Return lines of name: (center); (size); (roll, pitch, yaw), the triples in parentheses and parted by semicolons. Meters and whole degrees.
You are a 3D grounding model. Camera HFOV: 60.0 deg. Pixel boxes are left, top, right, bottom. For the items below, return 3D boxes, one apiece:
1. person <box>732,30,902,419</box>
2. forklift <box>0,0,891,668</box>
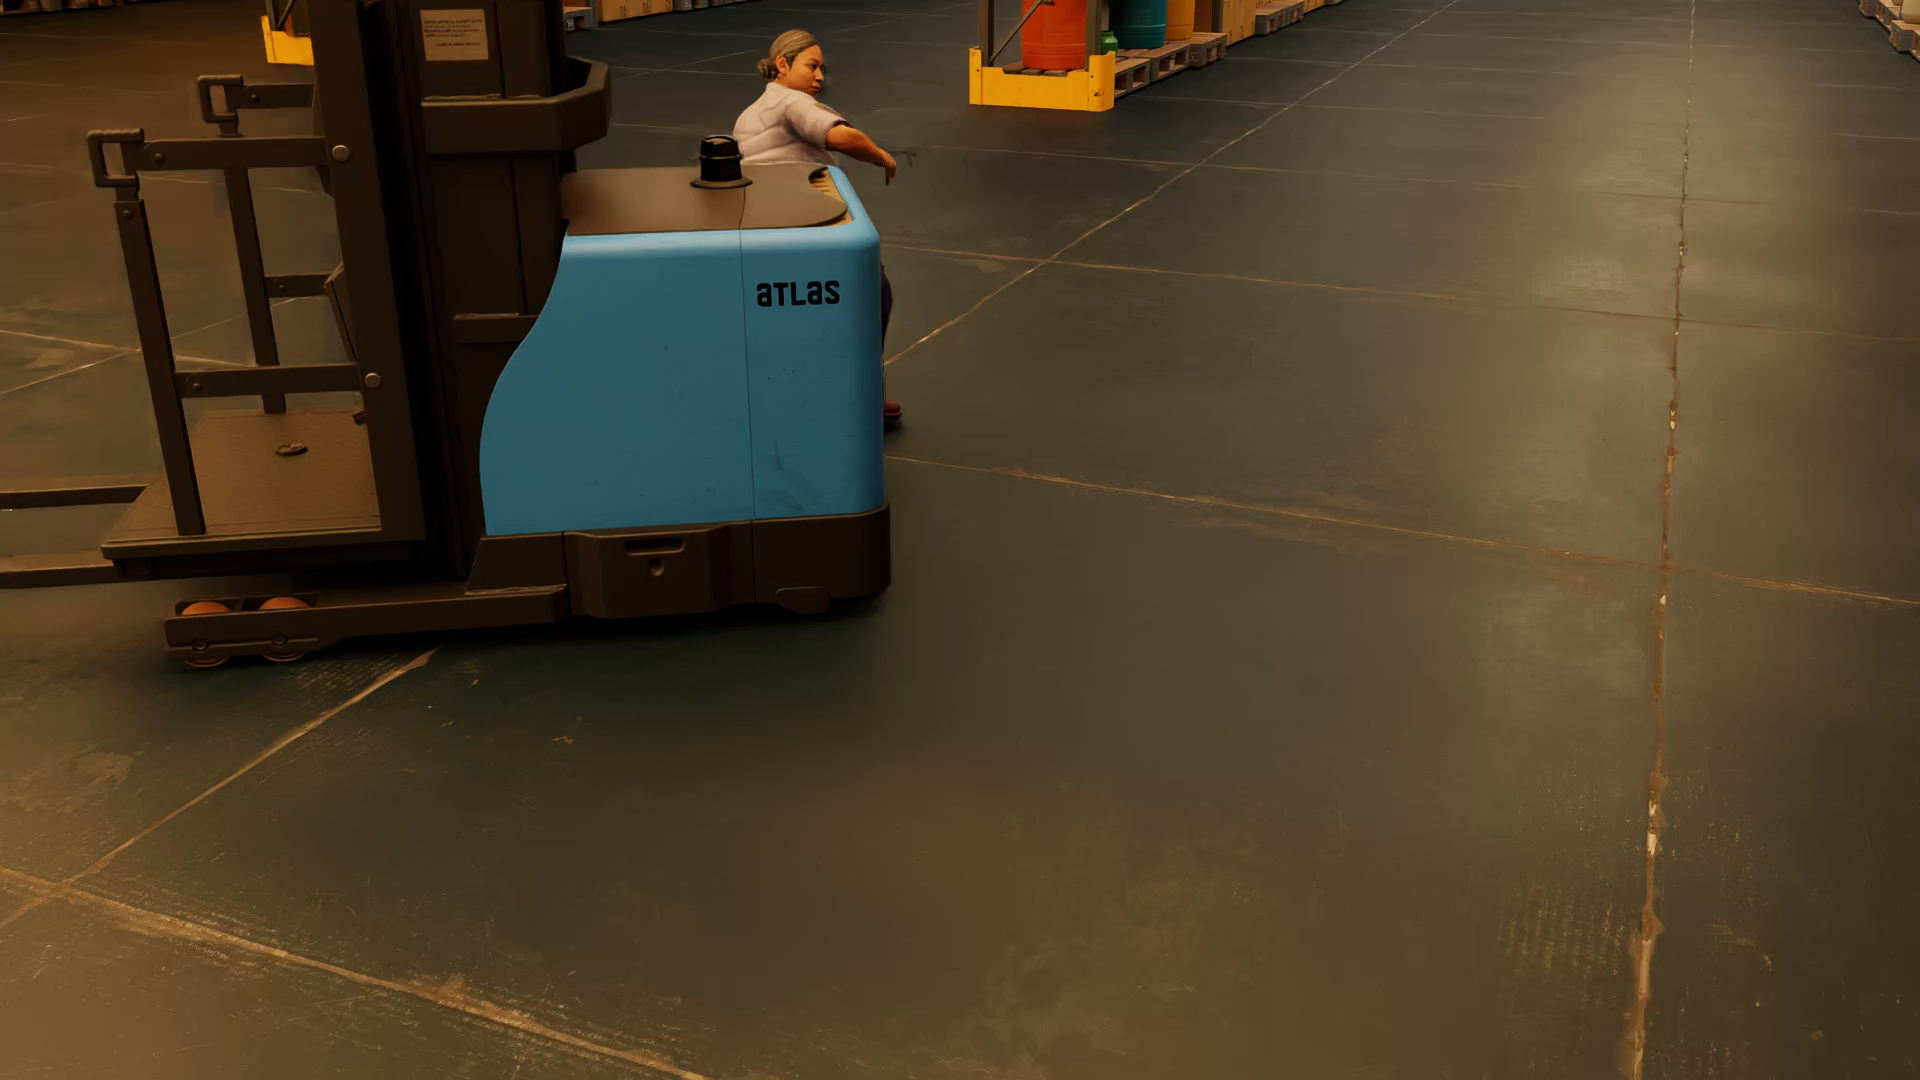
person: (-0.518, -1.087, 5.956); (0.745, 1.416, 0.847); (16, 28, 34)
forklift: (-1.756, -1.241, 4.262); (3.031, 2.935, 1.130); (-4, 23, -9)
